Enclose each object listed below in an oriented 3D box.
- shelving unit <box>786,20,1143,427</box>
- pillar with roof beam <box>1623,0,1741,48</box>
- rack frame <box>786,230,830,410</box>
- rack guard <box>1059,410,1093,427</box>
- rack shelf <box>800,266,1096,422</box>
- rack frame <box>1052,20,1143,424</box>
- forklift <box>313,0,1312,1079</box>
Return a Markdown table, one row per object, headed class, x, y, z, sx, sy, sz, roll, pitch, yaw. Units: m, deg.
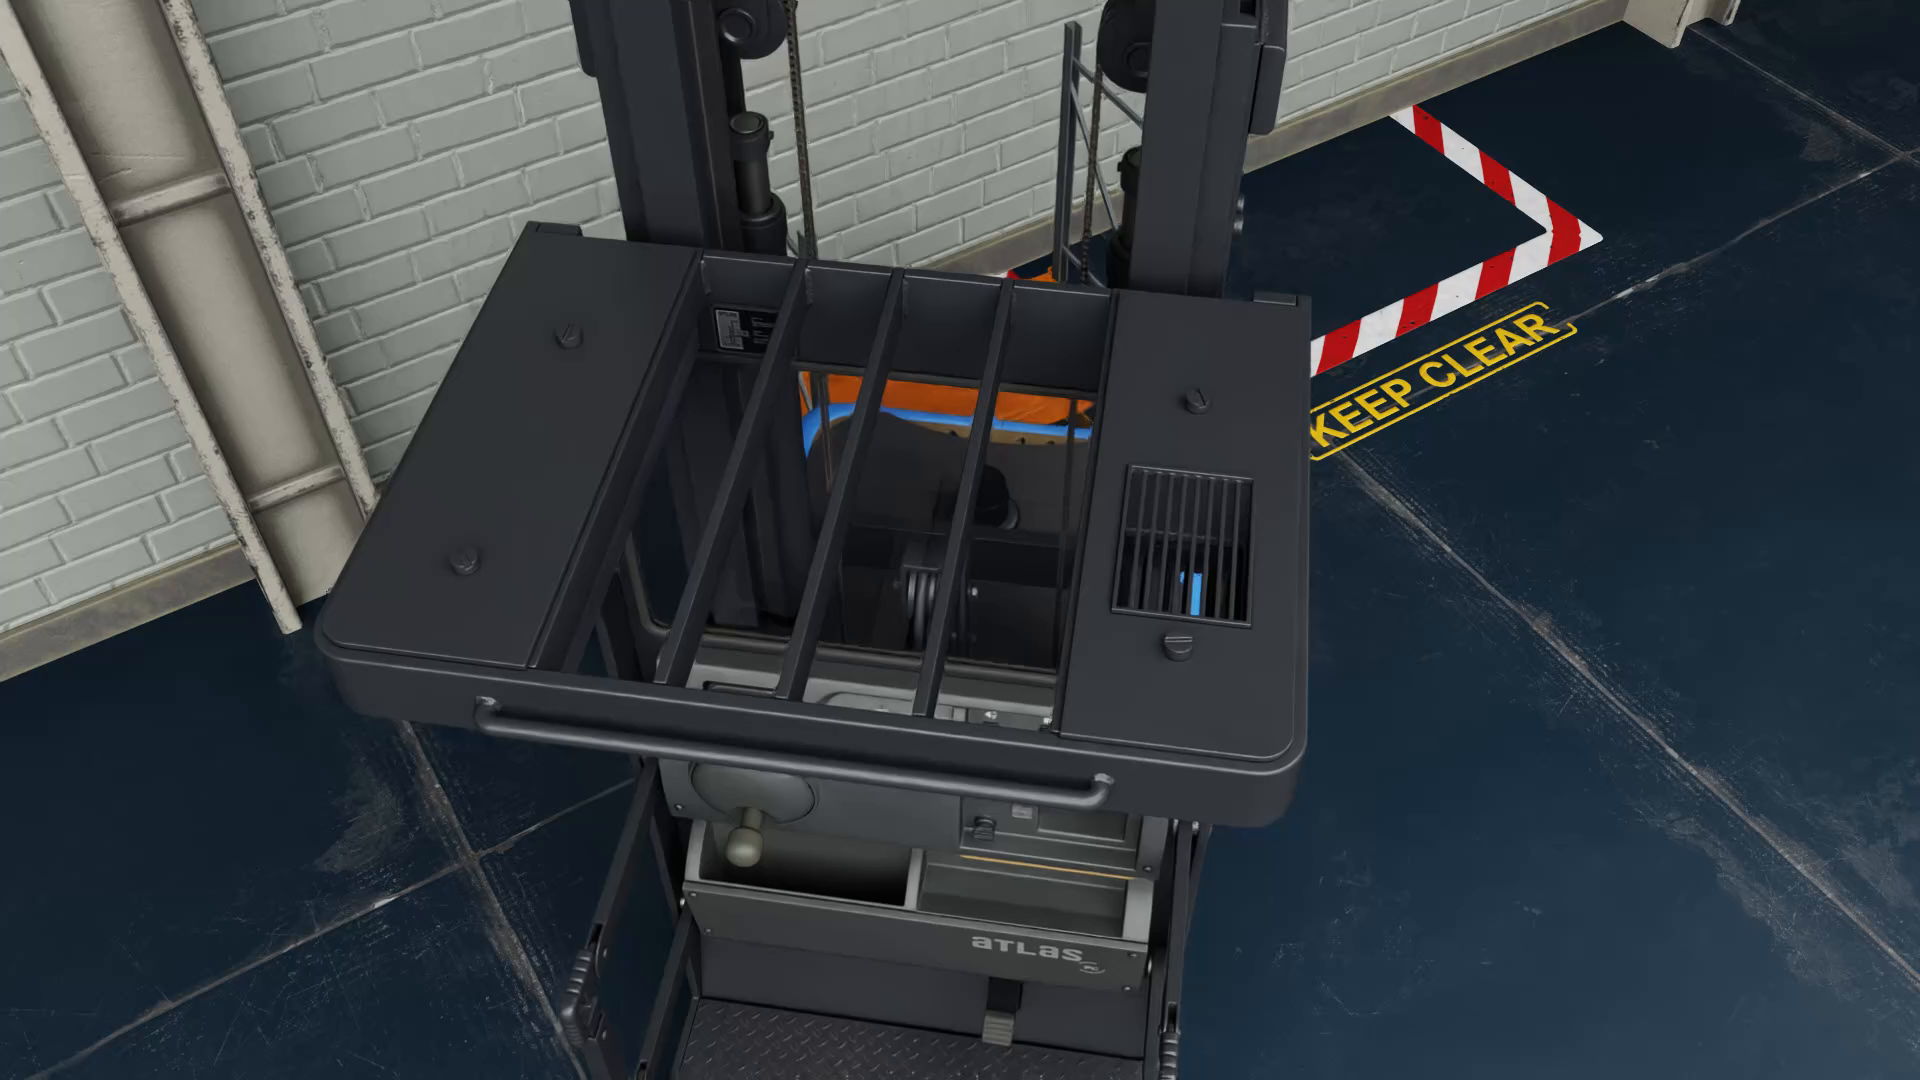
| class | x | y | z | sx | sy | sz | roll | pitch | yaw |
| --- | --- | --- | --- | --- | --- | --- | --- | --- | --- |
| shelving unit | -0.018 | -0.555 | 4.740 | 1.083 | 1.500 | 0.587 | -23 | 52 | -19 |
| pillar with roof beam | 5.427 | -2.555 | 1.500 | 0.400 | 9.000 | 9.100 | -25 | 53 | -21 |
| rack frame | -0.469 | -0.366 | 4.571 | 0.032 | 1.500 | 0.500 | -23 | 52 | -19 |
| rack guard | 0.417 | -0.321 | 5.369 | 0.087 | 0.250 | 0.587 | -23 | 52 | -19 |
| rack shelf | -0.026 | -0.432 | 4.871 | 1.000 | 0.185 | 0.538 | -23 | 52 | -19 |
| rack frame | 0.418 | -0.737 | 4.902 | 0.032 | 1.500 | 0.500 | -23 | 52 | -19 |
| forklift | -0.114 | 0.525 | 2.820 | 1.130 | 2.935 | 3.031 | 6 | 49 | 6 |
